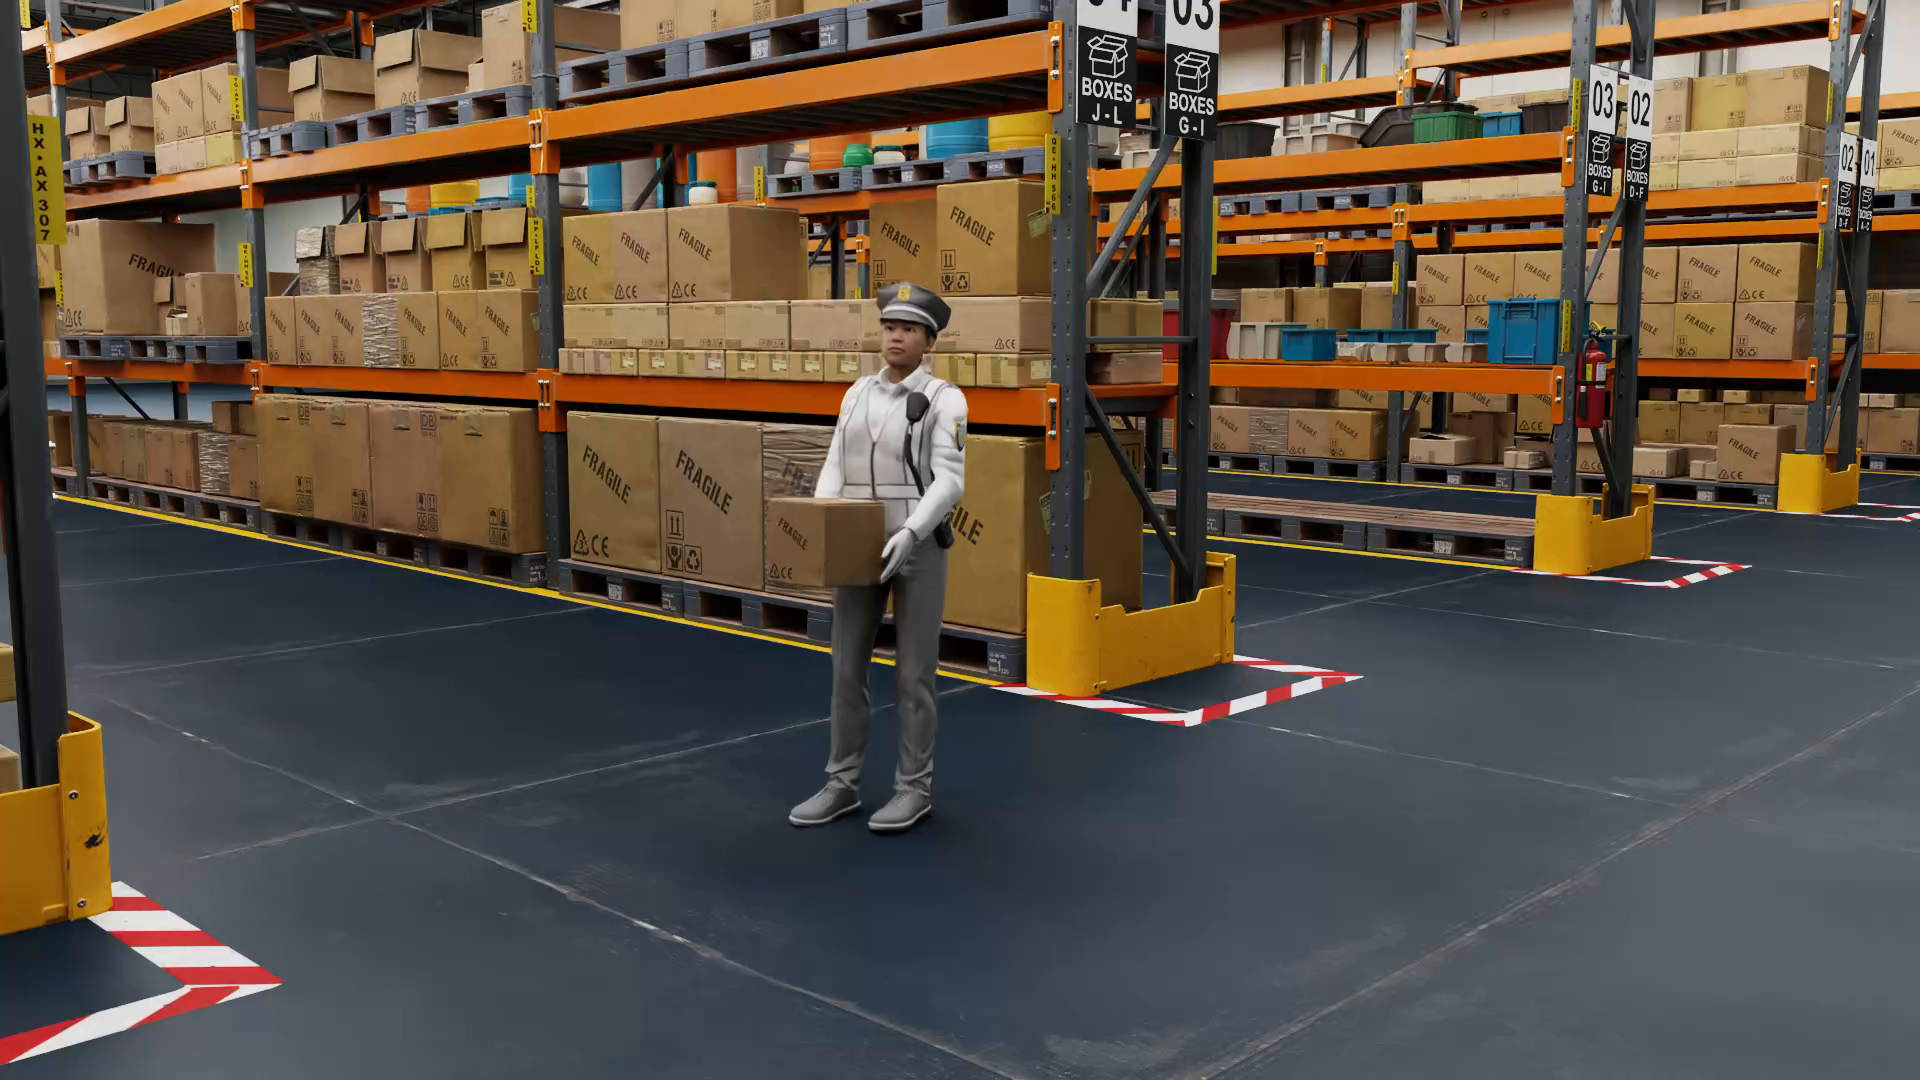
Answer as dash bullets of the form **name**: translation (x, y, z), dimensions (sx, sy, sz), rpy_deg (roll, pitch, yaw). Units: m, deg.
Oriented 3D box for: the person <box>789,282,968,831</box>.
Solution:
- **person**: translation (-0.241, 0.049, 5.215), dimensions (0.520, 1.701, 0.535), rpy_deg (3, 8, 23)
